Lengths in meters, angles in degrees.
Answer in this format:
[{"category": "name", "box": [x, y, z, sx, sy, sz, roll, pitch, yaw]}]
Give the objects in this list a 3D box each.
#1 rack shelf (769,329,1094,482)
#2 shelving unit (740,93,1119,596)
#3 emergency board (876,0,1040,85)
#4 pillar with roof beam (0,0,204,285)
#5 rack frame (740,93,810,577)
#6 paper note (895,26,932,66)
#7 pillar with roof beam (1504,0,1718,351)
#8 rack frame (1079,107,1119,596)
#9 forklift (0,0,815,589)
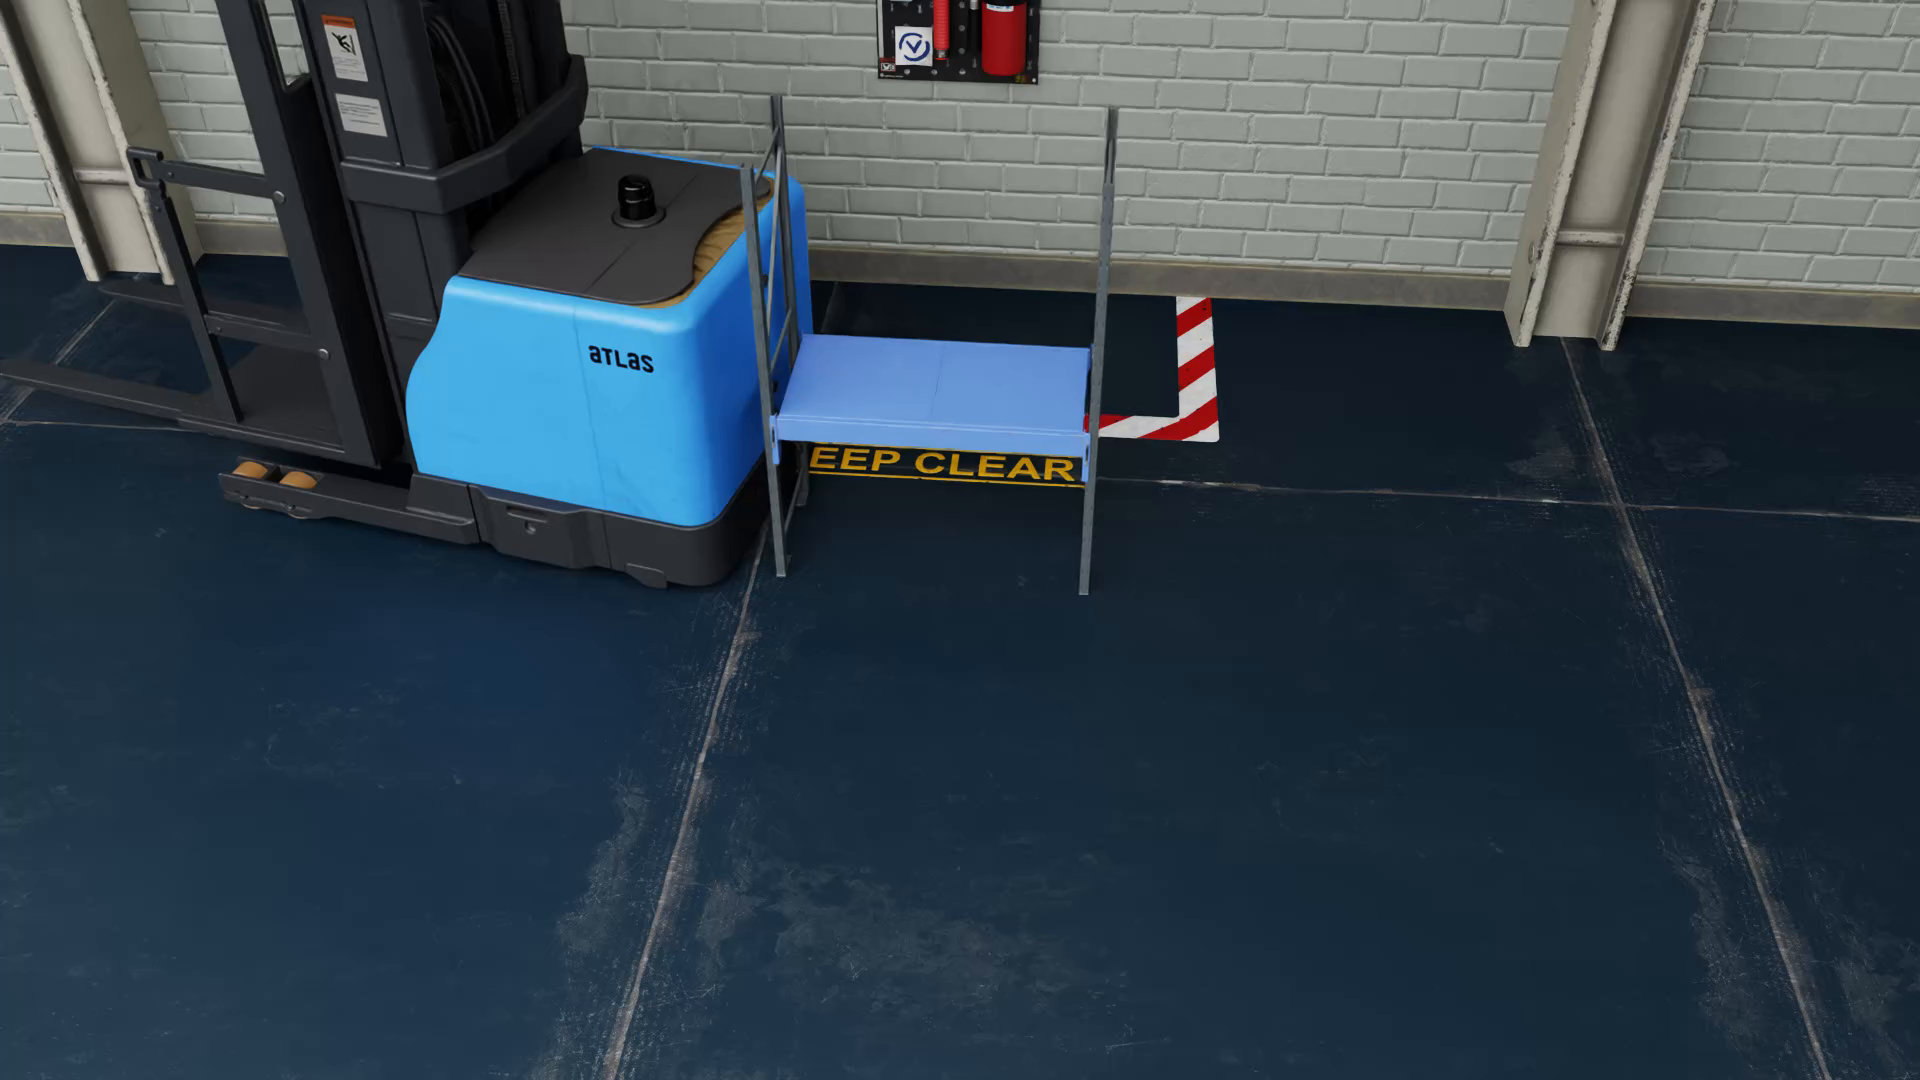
[{"category": "rack shelf", "box": [-0.072, -0.444, 5.392, 1.000, 0.185, 0.538, 3, 39, 4]}, {"category": "shelving unit", "box": [-0.072, -0.583, 5.278, 1.048, 1.500, 0.538, 3, 39, 4]}, {"category": "emergency board", "box": [-0.008, -2.191, 6.066, 0.643, 1.169, 0.194, 3, 39, 4]}, {"category": "pillar with roof beam", "box": [-3.898, -1.979, 1.052, 0.400, 9.000, 9.100, 3, 39, 4]}, {"category": "rack frame", "box": [-0.578, -0.614, 5.316, 0.032, 1.500, 0.500, 3, 39, 4]}, {"category": "paper note", "box": [-0.178, -1.903, 6.409, 0.142, 0.148, 0.016, 3, 39, 4]}, {"category": "pillar with roof beam", "box": [2.080, -1.652, 0.651, 0.400, 9.000, 9.100, 3, 39, 4]}, {"category": "rack frame", "box": [0.434, -0.553, 5.241, 0.032, 1.500, 0.500, 3, 39, 4]}, {"category": "forklift", "box": [-2.080, -1.515, 5.289, 3.031, 2.935, 1.130, 11, 40, 13]}]
